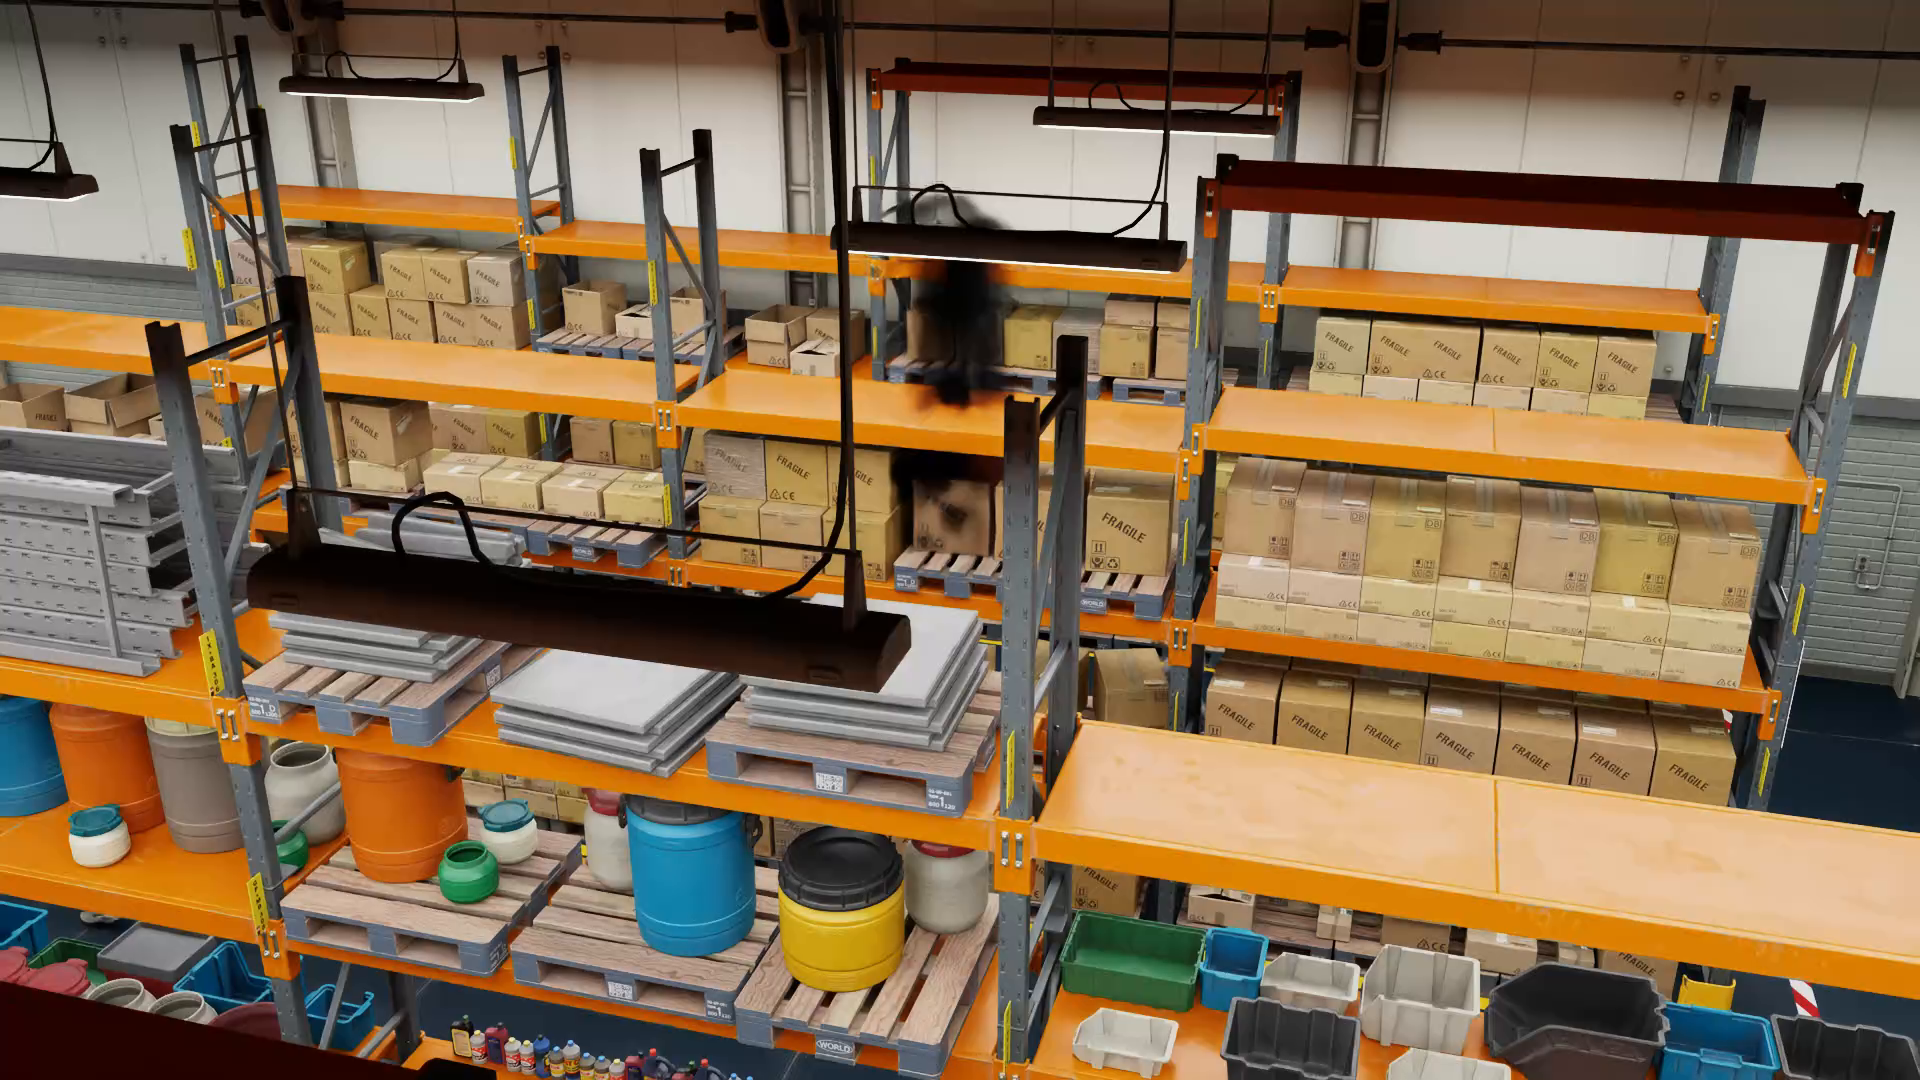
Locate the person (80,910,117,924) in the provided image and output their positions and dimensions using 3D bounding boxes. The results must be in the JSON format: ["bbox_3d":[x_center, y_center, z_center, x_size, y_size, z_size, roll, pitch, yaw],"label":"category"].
[{"bbox_3d":[-7.135,2.261,13.047,0.722,1.695,0.640,3,23,8],"label":"person"}]

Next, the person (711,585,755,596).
[{"bbox_3d":[-2.242,0.674,16.922,0.608,1.749,0.664,4,23,10],"label":"person"}]

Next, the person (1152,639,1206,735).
[{"bbox_3d":[2.131,1.161,15.895,0.662,1.592,0.506,0,23,0],"label":"person"}]
